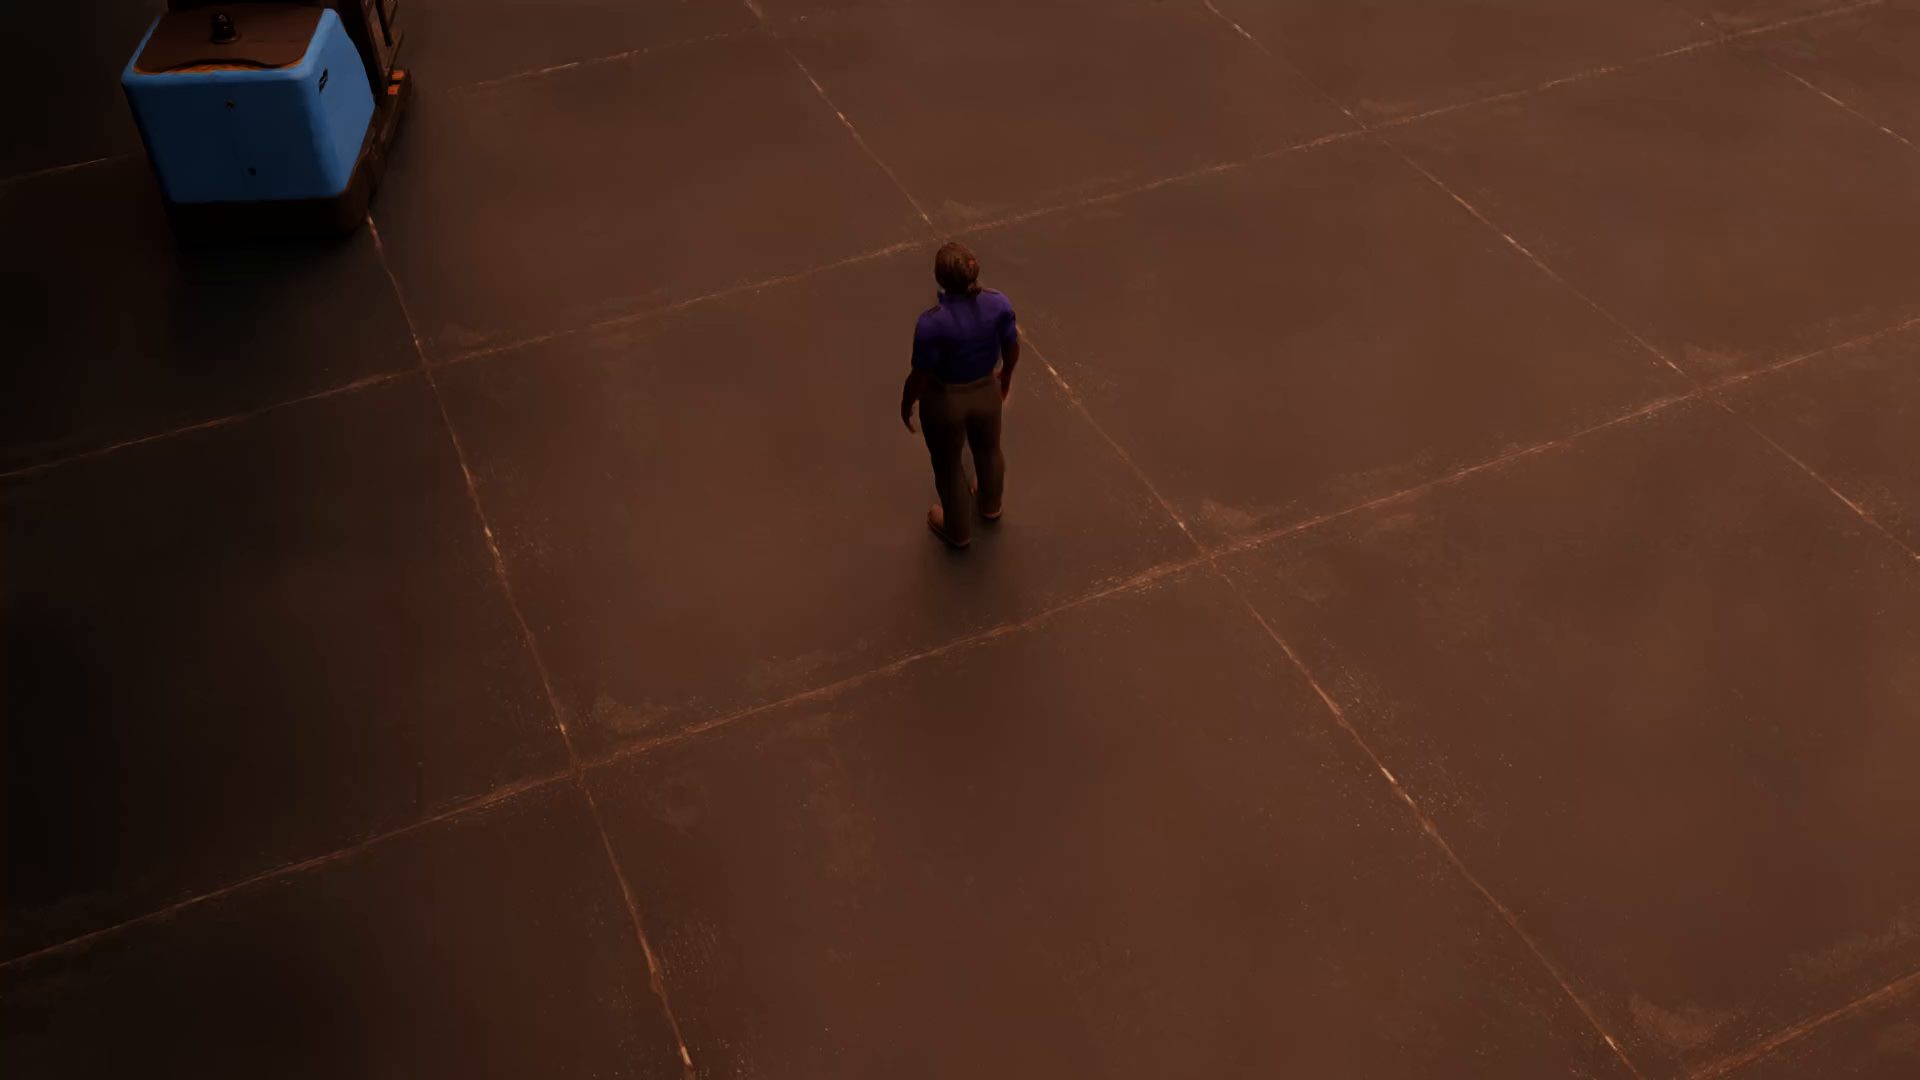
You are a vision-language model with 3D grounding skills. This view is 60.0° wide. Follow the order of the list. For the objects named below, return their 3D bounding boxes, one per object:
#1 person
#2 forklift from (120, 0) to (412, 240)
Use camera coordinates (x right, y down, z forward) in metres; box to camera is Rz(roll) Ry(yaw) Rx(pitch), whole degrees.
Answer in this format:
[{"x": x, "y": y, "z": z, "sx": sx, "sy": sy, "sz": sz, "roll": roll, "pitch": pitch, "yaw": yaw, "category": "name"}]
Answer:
[{"x": -0.019, "y": -0.666, "z": 7.327, "sx": 0.570, "sy": 1.642, "sz": 0.503, "roll": -18, "pitch": 46, "yaw": -18, "category": "person"}, {"x": -4.147, "y": -3.796, "z": 9.748, "sx": 1.130, "sy": 2.935, "sz": 3.031, "roll": -3, "pitch": 43, "yaw": -4, "category": "forklift"}]
